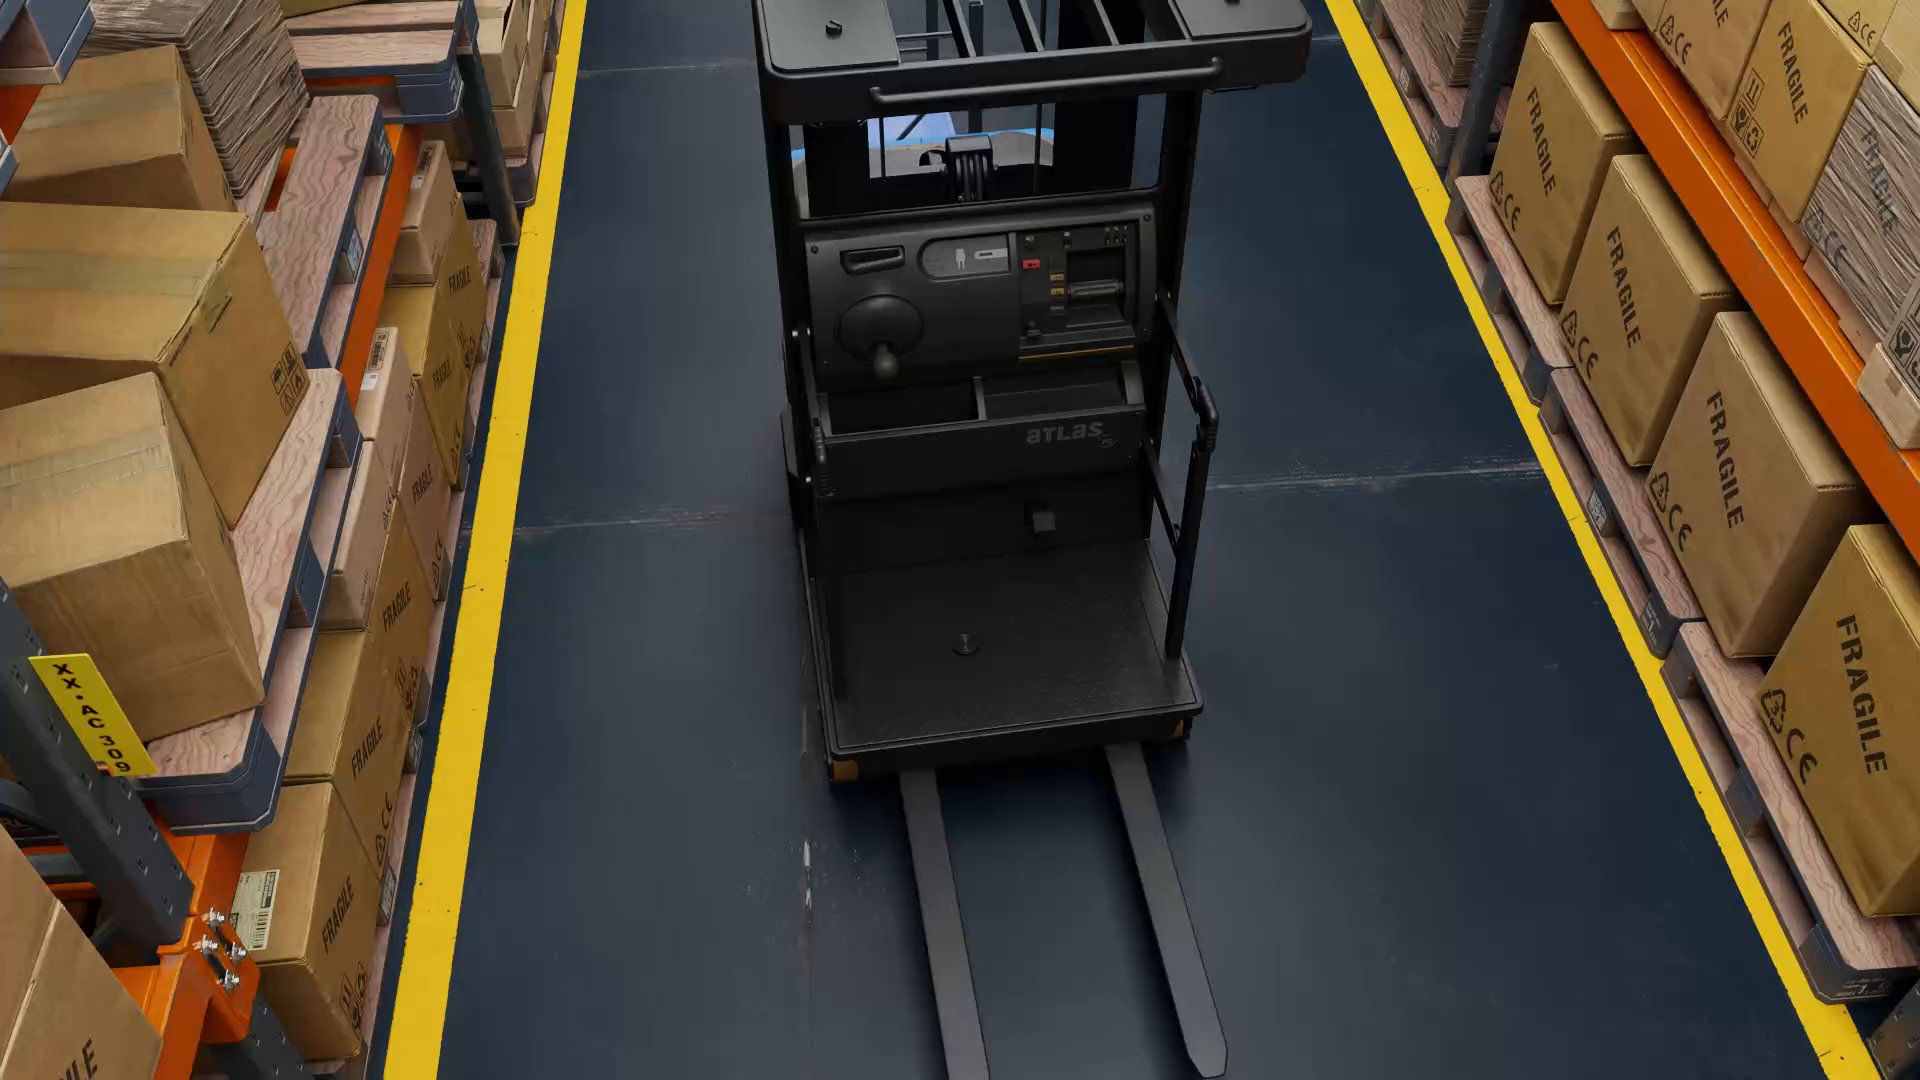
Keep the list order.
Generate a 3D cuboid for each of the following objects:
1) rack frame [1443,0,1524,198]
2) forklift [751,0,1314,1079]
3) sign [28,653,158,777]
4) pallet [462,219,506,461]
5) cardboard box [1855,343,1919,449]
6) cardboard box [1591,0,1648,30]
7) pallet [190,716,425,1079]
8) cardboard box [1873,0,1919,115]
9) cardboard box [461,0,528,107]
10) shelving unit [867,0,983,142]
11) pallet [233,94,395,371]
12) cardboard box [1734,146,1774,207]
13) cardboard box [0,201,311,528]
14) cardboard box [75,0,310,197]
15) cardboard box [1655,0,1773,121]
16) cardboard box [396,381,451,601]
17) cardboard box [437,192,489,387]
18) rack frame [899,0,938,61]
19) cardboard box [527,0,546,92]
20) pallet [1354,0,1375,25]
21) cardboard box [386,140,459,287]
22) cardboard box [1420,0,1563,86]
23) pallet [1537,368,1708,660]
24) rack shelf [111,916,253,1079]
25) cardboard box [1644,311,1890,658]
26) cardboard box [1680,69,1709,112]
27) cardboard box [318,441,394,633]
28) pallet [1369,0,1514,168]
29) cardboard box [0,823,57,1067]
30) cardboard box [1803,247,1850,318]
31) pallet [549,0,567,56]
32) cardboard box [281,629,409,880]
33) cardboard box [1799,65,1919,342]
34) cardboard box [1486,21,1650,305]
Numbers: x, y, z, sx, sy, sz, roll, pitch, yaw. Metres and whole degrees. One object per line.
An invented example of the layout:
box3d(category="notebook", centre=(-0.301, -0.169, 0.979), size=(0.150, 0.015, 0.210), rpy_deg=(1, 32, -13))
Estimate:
box3d(category="rack frame", centre=(2.601, -2.562, 6.110), size=(1.000, 3.000, 0.127), rpy_deg=(-3, 47, -3))
box3d(category="forklift", centre=(0.099, -0.559, 4.261), size=(1.130, 2.935, 3.031), rpy_deg=(-7, 47, -6))
box3d(category="sign", centre=(-1.460, 0.300, 2.804), size=(0.100, 0.325, 0.005), rpy_deg=(-3, 47, -3))
box3d(category="pallet", centre=(-2.310, -0.757, 6.321), size=(1.003, 0.211, 1.213), rpy_deg=(-3, 47, -3))
box3d(category="cardboard box", centre=(2.523, -0.374, 4.198), size=(0.380, 0.149, 0.250), rpy_deg=(-3, 47, -3))
box3d(category="cardboard box", centre=(2.348, -1.850, 5.595), size=(0.380, 0.149, 0.250), rpy_deg=(-2, 47, -2))
box3d(category="pallet", centre=(-2.106, 1.009, 4.649), size=(1.003, 0.211, 1.213), rpy_deg=(-3, 47, -3))
box3d(category="cardboard box", centre=(2.566, -1.131, 3.951), size=(0.500, 0.250, 0.500), rpy_deg=(-3, 47, -3))
box3d(category="cardboard box", centre=(-2.086, -2.046, 6.841), size=(0.500, 0.311, 0.500), rpy_deg=(-2, 47, -2))
box3d(category="shelving unit", centre=(-0.255, -1.542, 6.177), size=(0.538, 1.500, 1.048), rpy_deg=(-7, 47, -6))
box3d(category="pallet", centre=(-2.168, -0.785, 4.560), size=(1.003, 0.211, 1.213), rpy_deg=(-3, 47, -3))
box3d(category="cardboard box", centre=(2.537, -1.121, 4.905), size=(0.380, 0.149, 0.250), rpy_deg=(-3, 47, -3))
box3d(category="cardboard box", centre=(-1.938, -0.393, 3.698), size=(0.700, 0.500, 0.500), rpy_deg=(3, 47, 3))
box3d(category="cardboard box", centre=(-2.284, -1.315, 4.571), size=(0.700, 0.500, 0.500), rpy_deg=(4, 47, 4))
box3d(category="cardboard box", centre=(2.461, -1.600, 4.912), size=(0.500, 0.500, 0.500), rpy_deg=(-4, 47, -3))
box3d(category="cardboard box", centre=(-1.930, -0.134, 5.229), size=(0.500, 0.500, 0.500), rpy_deg=(-5, 47, -5))
box3d(category="cardboard box", centre=(-2.023, -0.887, 5.943), size=(0.500, 0.500, 0.500), rpy_deg=(-2, 47, -2))
box3d(category="rack frame", centre=(-0.334, -1.907, 6.523), size=(0.500, 1.500, 0.032), rpy_deg=(-7, 47, -6))
box3d(category="cardboard box", centre=(-2.129, -2.217, 7.389), size=(0.500, 0.250, 0.500), rpy_deg=(-5, 47, -4))
box3d(category="pallet", centre=(2.438, -3.049, 8.492), size=(1.003, 0.211, 1.213), rpy_deg=(-3, 47, -3))
box3d(category="cardboard box", centre=(-2.014, -1.105, 5.632), size=(0.500, 0.250, 0.500), rpy_deg=(-2, 47, -2))
box3d(category="cardboard box", centre=(2.488, -2.371, 7.348), size=(0.700, 0.500, 0.500), rpy_deg=(-3, 47, -3))
box3d(category="pallet", centre=(2.691, -0.147, 5.744), size=(1.003, 0.211, 1.213), rpy_deg=(-3, 47, -3))
box3d(category="rack shelf", centre=(-1.833, 2.330, 1.972), size=(1.077, 0.370, 4.000), rpy_deg=(-3, 47, -3))
box3d(category="cardboard box", centre=(2.674, -0.178, 5.044), size=(0.750, 0.750, 0.750), rpy_deg=(-2, 47, -2))
box3d(category="cardboard box", centre=(2.522, -1.488, 5.253), size=(0.380, 0.149, 0.250), rpy_deg=(-3, 47, -2))
box3d(category="cardboard box", centre=(-1.882, -0.002, 4.588), size=(0.500, 0.250, 0.500), rpy_deg=(-3, 47, -3))
box3d(category="pallet", centre=(2.537, -2.168, 7.658), size=(1.003, 0.211, 1.213), rpy_deg=(-3, 47, -3))
box3d(category="cardboard box", centre=(-1.700, 0.608, 2.351), size=(0.500, 0.500, 0.500), rpy_deg=(-3, 47, -3))
box3d(category="cardboard box", centre=(2.563, -0.737, 4.542), size=(0.380, 0.149, 0.250), rpy_deg=(-5, 47, -4))
box3d(category="pallet", centre=(-2.464, -2.778, 8.235), size=(1.003, 0.211, 1.213), rpy_deg=(-3, 47, -3))
box3d(category="cardboard box", centre=(-1.854, 0.594, 4.540), size=(0.500, 0.500, 0.500), rpy_deg=(-3, 47, -3))
box3d(category="cardboard box", centre=(2.560, -0.862, 4.213), size=(0.500, 0.500, 0.500), rpy_deg=(-3, 47, -3))
box3d(category="cardboard box", centre=(2.532, -1.427, 6.227), size=(0.750, 0.750, 0.750), rpy_deg=(-4, 47, -4))
